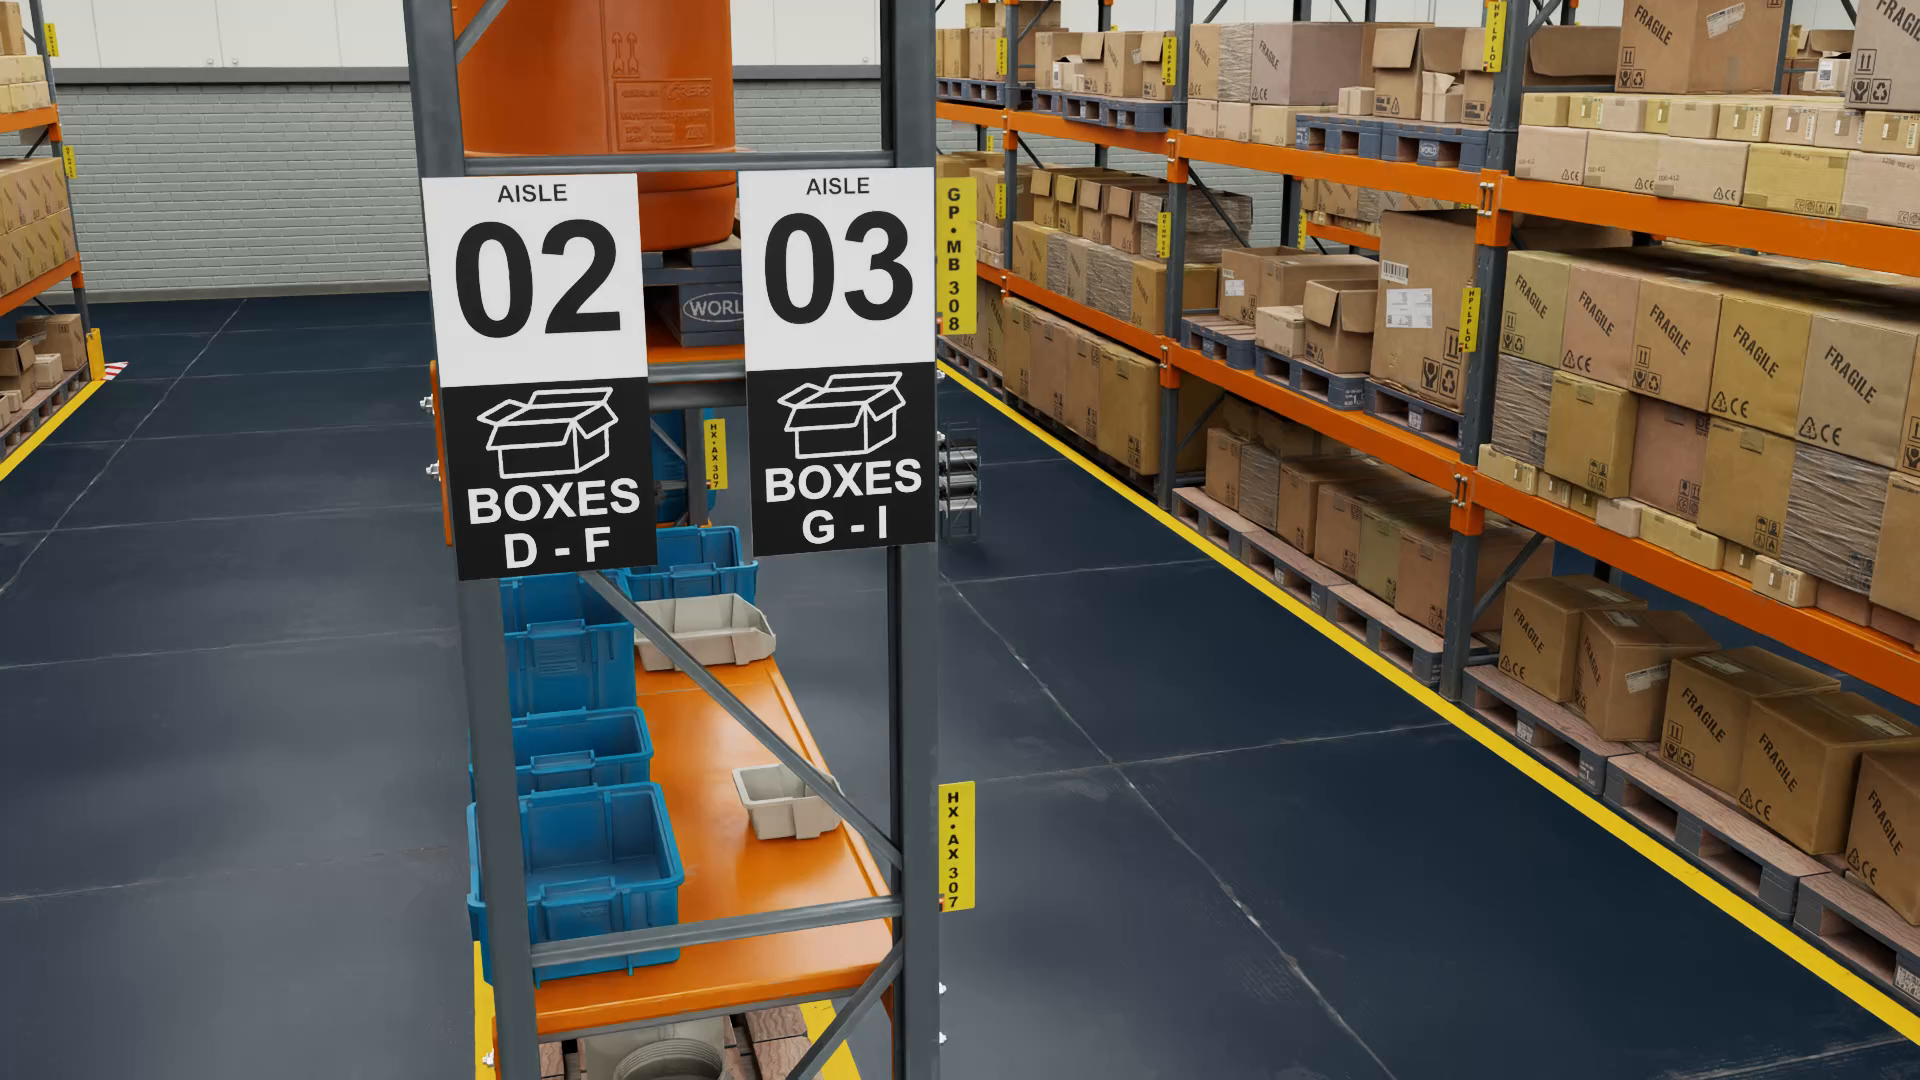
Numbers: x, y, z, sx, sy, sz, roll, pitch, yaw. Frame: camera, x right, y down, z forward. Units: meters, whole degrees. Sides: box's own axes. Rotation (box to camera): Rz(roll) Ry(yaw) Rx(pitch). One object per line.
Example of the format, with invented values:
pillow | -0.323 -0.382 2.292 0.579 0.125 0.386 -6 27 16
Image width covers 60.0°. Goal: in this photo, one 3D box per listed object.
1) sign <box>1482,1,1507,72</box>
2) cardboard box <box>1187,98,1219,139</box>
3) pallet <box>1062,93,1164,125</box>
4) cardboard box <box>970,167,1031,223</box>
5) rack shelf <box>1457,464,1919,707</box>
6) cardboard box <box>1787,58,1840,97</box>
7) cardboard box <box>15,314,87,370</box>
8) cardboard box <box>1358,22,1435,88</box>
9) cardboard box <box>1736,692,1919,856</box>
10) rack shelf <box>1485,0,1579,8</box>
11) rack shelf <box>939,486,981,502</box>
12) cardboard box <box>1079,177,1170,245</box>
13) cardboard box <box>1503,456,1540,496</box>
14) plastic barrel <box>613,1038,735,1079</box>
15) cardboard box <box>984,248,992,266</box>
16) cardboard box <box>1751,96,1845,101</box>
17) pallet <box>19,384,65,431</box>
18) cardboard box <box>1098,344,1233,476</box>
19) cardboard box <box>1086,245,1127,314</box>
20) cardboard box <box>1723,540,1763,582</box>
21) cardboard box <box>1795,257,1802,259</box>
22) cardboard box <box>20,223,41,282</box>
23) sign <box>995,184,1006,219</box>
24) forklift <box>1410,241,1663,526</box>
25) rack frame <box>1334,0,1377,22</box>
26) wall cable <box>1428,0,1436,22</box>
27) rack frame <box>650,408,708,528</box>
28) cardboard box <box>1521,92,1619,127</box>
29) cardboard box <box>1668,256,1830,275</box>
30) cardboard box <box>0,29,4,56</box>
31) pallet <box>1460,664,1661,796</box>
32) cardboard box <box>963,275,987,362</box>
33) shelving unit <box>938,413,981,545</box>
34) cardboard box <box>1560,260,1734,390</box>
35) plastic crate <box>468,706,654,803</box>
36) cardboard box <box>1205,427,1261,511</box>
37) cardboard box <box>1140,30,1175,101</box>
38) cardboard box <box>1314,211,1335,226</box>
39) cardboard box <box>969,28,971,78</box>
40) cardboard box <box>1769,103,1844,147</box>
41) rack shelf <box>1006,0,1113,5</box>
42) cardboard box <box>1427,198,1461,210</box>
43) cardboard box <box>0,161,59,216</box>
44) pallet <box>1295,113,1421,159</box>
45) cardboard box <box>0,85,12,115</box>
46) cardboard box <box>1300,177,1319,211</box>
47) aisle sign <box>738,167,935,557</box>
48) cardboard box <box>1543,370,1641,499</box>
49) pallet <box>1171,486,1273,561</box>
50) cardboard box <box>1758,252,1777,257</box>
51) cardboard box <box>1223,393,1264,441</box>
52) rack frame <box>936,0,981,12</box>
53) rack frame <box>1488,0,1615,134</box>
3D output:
sign | 2.586 -2.435 8.046 0.100 0.325 0.005 -5 17 -15
cardboard box | 1.904 -2.928 11.532 0.500 0.250 0.500 -4 17 -14
pallet | 1.481 -3.542 13.645 1.003 0.211 1.213 -4 17 -13
cardboard box | 0.403 -3.494 16.811 0.500 0.500 0.500 -5 17 -15
rack shelf | 3.668 0.291 7.020 1.077 0.370 4.000 -5 17 -15
cardboard box | 6.915 -3.741 13.804 0.500 0.500 0.500 -5 17 -15
cardboard box | -9.319 -2.027 17.065 0.500 0.500 0.500 -5 17 -15
cardboard box | 2.664 -3.046 10.621 0.500 0.500 0.500 -4 17 -14
cardboard box | 3.711 0.984 7.076 0.500 0.500 0.500 -3 17 -10
rack shelf | 6.267 -4.968 14.793 1.077 0.370 4.000 -5 17 -15
rack shelf | -0.002 -0.315 11.866 0.258 0.077 0.200 -5 17 -15
cardboard box | 1.467 -2.811 14.177 0.797 0.503 0.637 -4 17 -13
cardboard box | 2.945 -0.333 8.283 0.380 0.149 0.250 -5 17 -15
plastic barrel | -0.799 1.706 4.654 0.421 0.512 0.421 0 17 0
cardboard box | 0.450 -2.829 16.593 0.380 0.149 0.250 -4 17 -14
cardboard box | 3.724 -1.877 7.342 0.380 0.149 0.250 -5 18 -17
pallet | -9.132 -1.230 15.680 1.003 0.211 1.213 -5 17 -15
cardboard box | 1.850 -1.089 13.328 1.225 0.875 0.875 -6 18 -18
cardboard box | 1.368 -2.160 13.754 0.500 0.500 0.500 -5 18 -17
cardboard box | 3.426 0.076 6.921 0.380 0.149 0.250 -5 17 -15
cardboard box | 6.930 -2.479 13.080 0.700 0.500 0.500 -5 17 -16
cardboard box | -8.904 -2.668 15.447 0.500 0.500 0.500 -5 17 -16
sign | 0.387 -3.228 15.841 0.100 0.325 0.005 -5 17 -15
forklift | 5.040 -1.787 12.807 3.031 2.935 1.130 -9 19 -26
rack frame | 4.618 -7.163 20.158 1.000 3.000 0.127 -5 17 -15
wall cable | 7.515 -9.134 26.717 0.463 3.000 0.029 -5 17 -15
rack frame | -1.643 -0.215 7.454 1.000 3.000 0.127 -5 17 -15
cardboard box | 2.912 -2.048 7.910 0.380 0.149 0.250 -5 17 -17
cardboard box | 3.646 -1.035 7.755 0.500 0.500 0.500 -5 17 -15
cardboard box | -9.492 -4.821 15.663 0.700 0.500 0.500 -5 17 -15
pallet | 3.337 0.912 8.550 1.003 0.211 1.213 -5 17 -15
cardboard box | 0.568 -2.441 17.828 0.875 0.875 0.875 -5 17 -15
shelving unit | -0.002 -0.433 11.830 0.258 0.900 0.210 -5 17 -15
cardboard box | 3.137 -0.993 7.616 0.500 0.500 0.500 -5 17 -15
plastic crate | -1.142 0.668 4.774 0.499 0.251 0.408 -5 17 -15
cardboard box | 2.223 -0.543 12.126 0.700 0.500 0.500 -6 18 -18
cardboard box | 1.783 -3.563 12.477 0.797 0.503 0.637 -4 17 -12
cardboard box | 4.524 -3.909 20.187 0.380 0.149 0.250 -5 17 -17
cardboard box | 0.497 -5.070 17.324 0.700 0.500 0.500 -4 17 -13
cardboard box | 3.410 -1.622 6.491 0.380 0.149 0.250 -4 17 -14
rack shelf | 1.470 -4.604 13.581 1.077 0.370 4.000 -5 17 -15
cardboard box | 5.312 -3.486 17.651 0.500 0.500 0.500 -5 17 -15
cardboard box | -9.179 -3.430 16.244 0.500 0.500 0.500 -4 17 -14
pallet | 2.764 -2.419 9.904 1.213 0.211 1.003 -5 17 -15
cardboard box | -8.912 -3.971 15.006 0.500 0.250 0.500 -5 17 -15
cardboard box | 4.475 -4.335 20.477 0.500 0.500 0.500 -4 17 -13
aisle sign | -0.243 -0.357 3.408 0.394 0.787 0.004 -5 17 -15
cardboard box | 3.287 -0.527 7.800 0.875 0.500 0.500 -5 17 -15
pallet | 2.233 -0.161 12.123 1.003 0.211 1.213 -5 17 -15
cardboard box | 6.877 -2.450 14.085 0.380 0.149 0.250 -4 17 -13
cardboard box | 2.232 -0.903 12.021 0.500 0.250 0.500 -4 17 -13
rack frame | -0.179 -6.799 18.945 1.000 3.000 0.127 -5 17 -15
rack frame | 3.119 -3.480 7.895 1.000 3.000 0.127 -5 17 -15
